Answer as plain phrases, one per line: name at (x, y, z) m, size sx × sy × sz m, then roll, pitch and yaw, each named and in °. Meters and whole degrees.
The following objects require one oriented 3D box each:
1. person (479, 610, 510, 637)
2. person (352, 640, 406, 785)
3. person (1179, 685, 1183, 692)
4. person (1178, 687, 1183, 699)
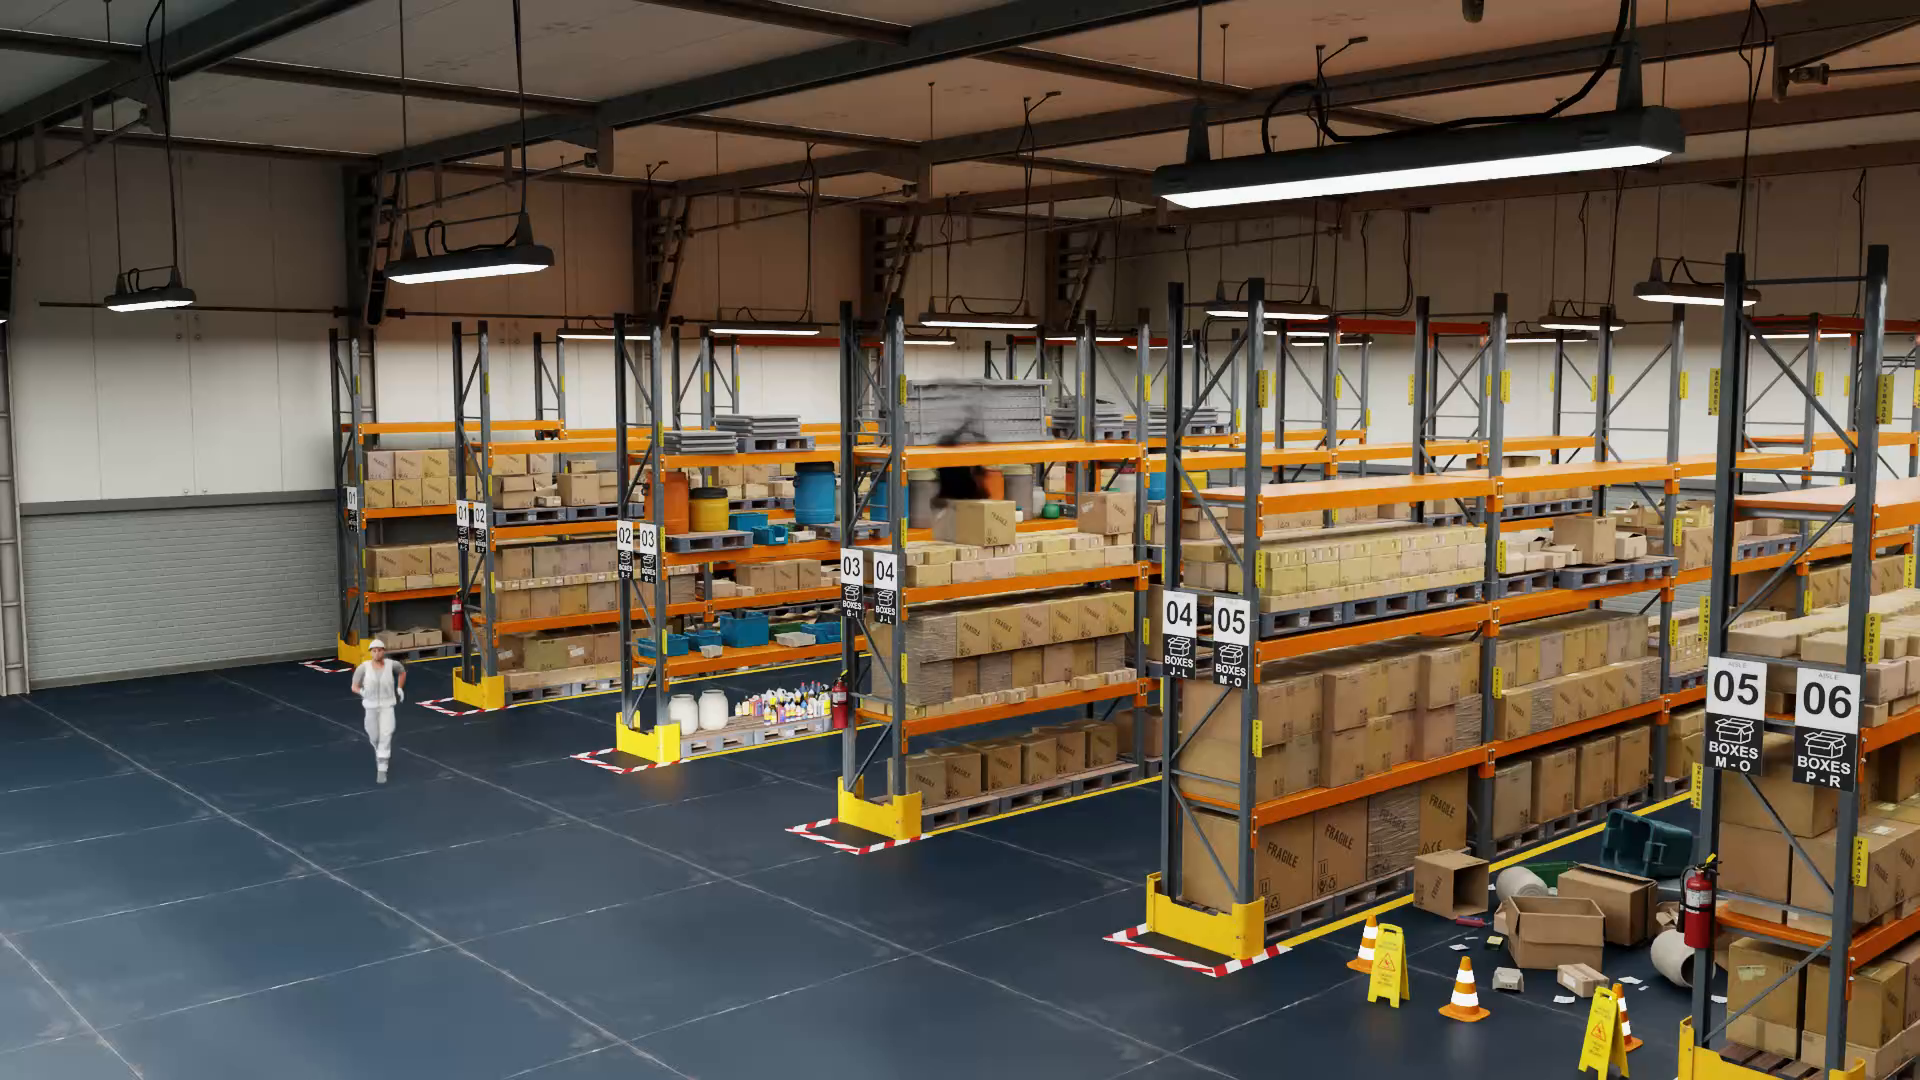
person at (-7.830, 1.536, 28.186) m, size 0.634 × 1.801 × 0.789 m, roll 4°, pitch 7°, yaw 34°
person at (-7.483, 2.171, 21.448) m, size 0.661 × 1.812 × 0.965 m, roll -2°, pitch 6°, yaw -17°
person at (3.457, 1.759, 26.268) m, size 0.616 × 1.660 × 0.554 m, roll 5°, pitch 7°, yaw 39°
person at (3.154, 1.865, 24.794) m, size 0.908 × 1.691 × 0.561 m, roll -5°, pitch 8°, yaw -42°
